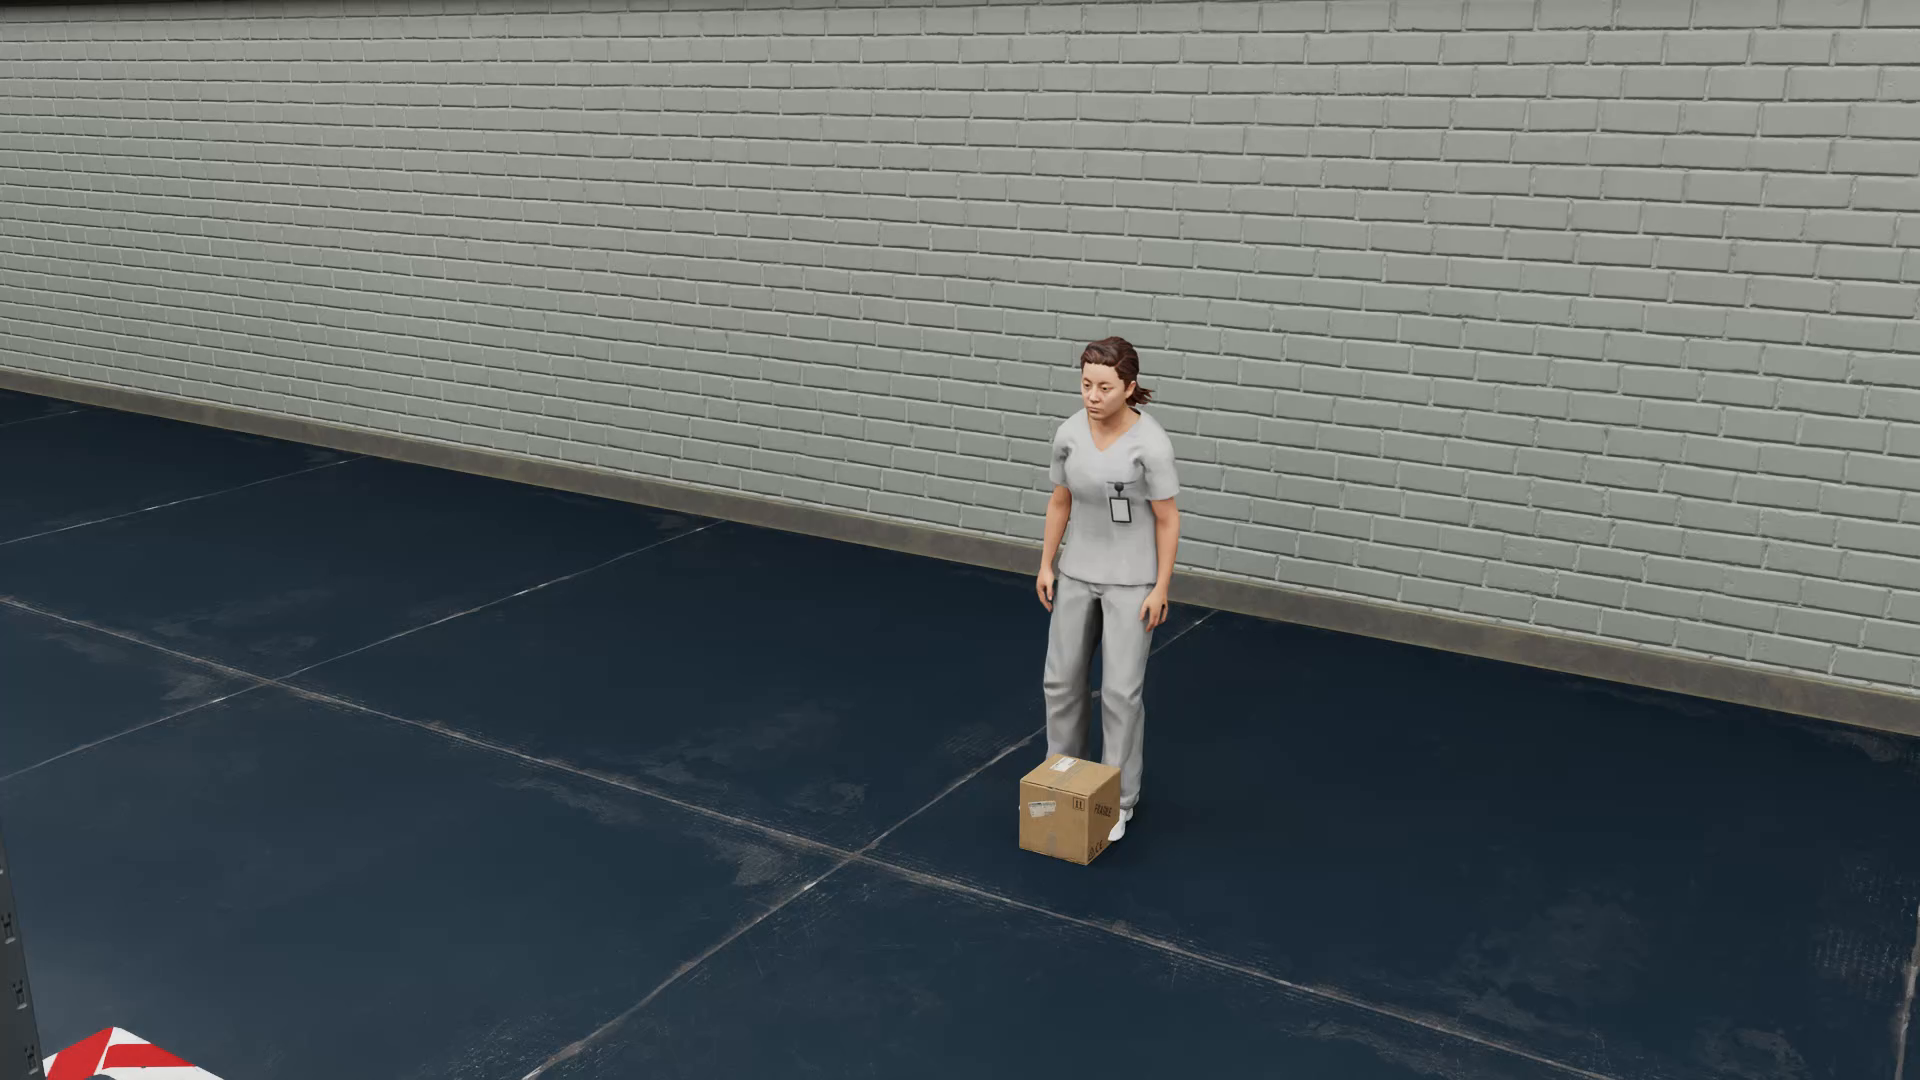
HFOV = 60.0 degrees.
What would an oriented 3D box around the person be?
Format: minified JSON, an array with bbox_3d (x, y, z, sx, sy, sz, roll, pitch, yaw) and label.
[{"bbox_3d":[0.473,0.155,5.512,0.486,1.668,0.406,10,19,31],"label":"person"}]
